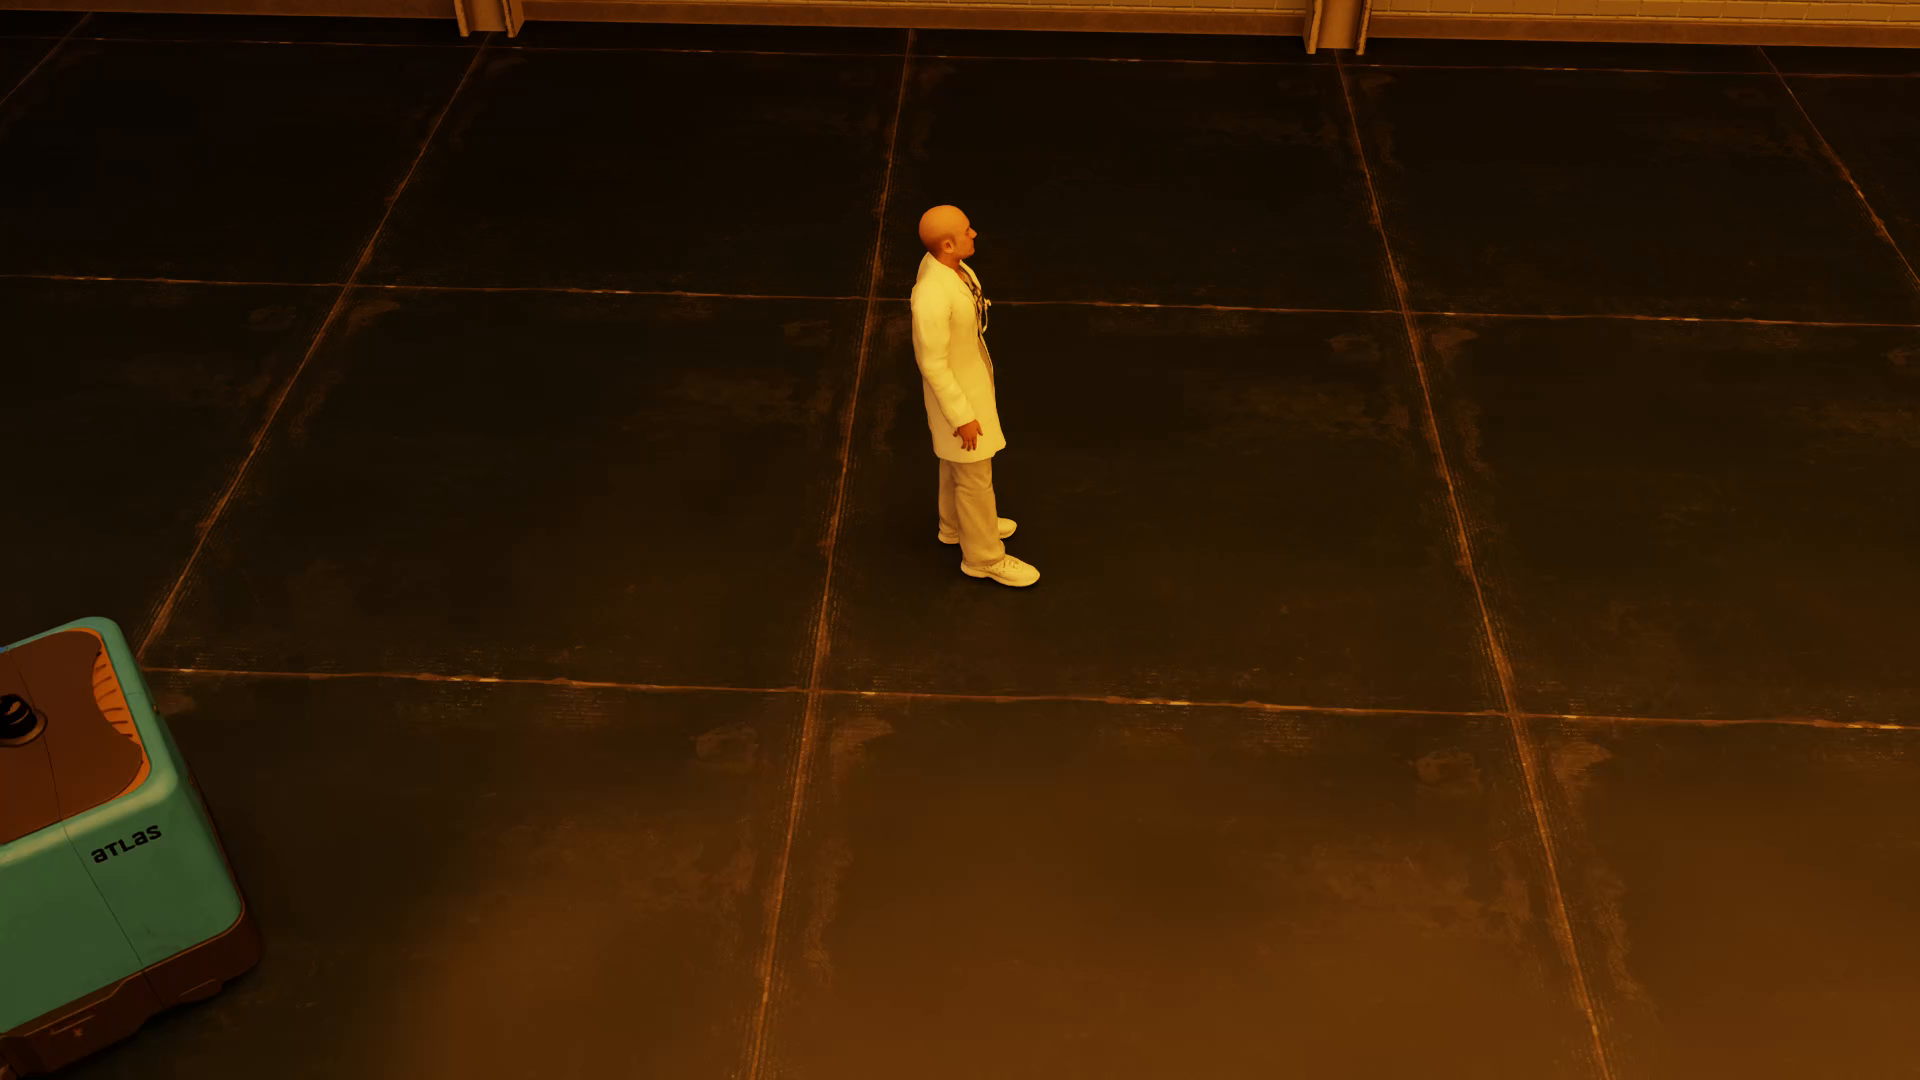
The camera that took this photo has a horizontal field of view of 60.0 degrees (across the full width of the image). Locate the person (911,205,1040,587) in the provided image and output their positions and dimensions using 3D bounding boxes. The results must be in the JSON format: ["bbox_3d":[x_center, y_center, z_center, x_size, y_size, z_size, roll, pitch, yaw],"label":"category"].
[{"bbox_3d":[0.091,-0.656,7.306,0.578,1.777,0.698,2,42,2],"label":"person"}]

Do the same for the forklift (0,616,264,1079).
[{"bbox_3d":[-4.089,0.780,4.888,3.031,2.935,1.130,-24,48,-24],"label":"forklift"}]
